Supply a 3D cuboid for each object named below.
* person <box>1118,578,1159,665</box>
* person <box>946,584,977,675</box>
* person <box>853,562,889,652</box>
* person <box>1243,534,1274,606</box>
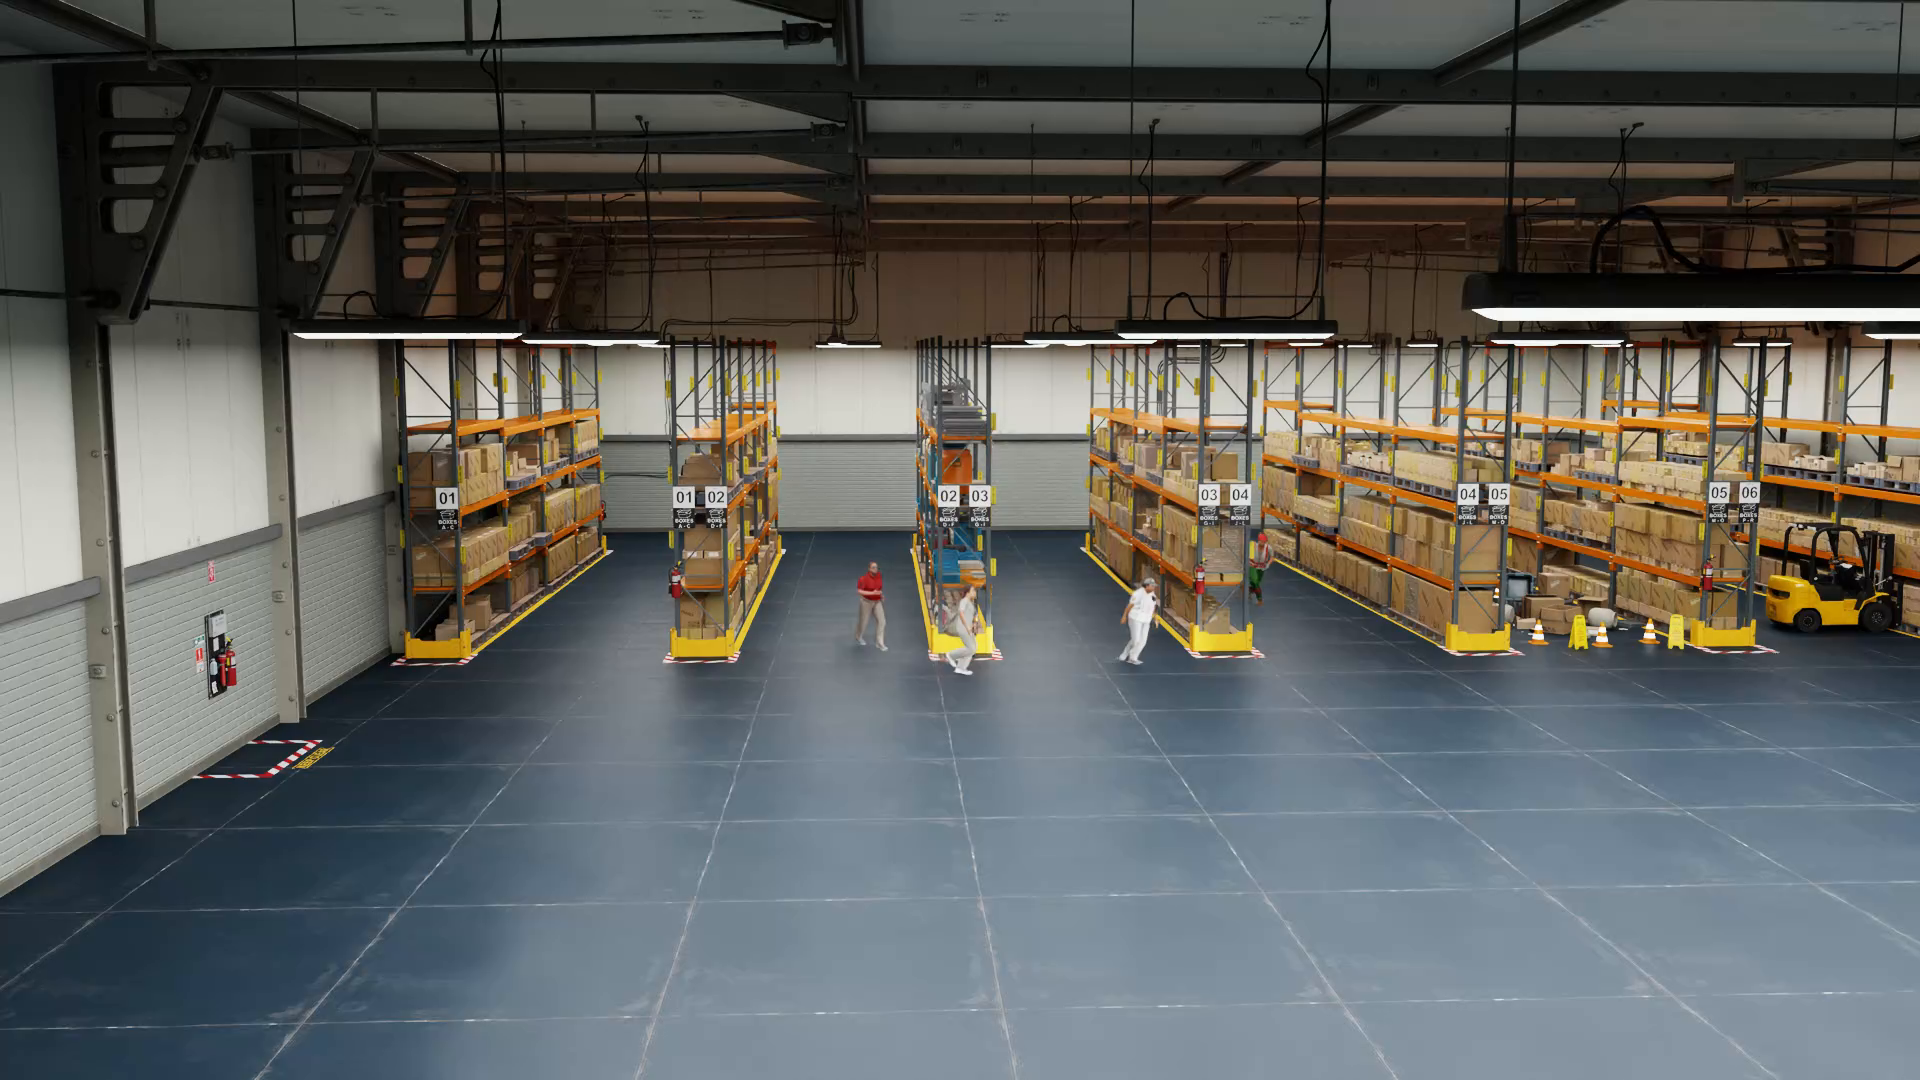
[{"bbox_3d":[3.294,1.482,30.374,0.649,1.621,0.600,-4,8,-33],"label":"person"},{"bbox_3d":[0.023,1.584,29.546,0.557,1.611,0.559,2,7,16],"label":"person"},{"bbox_3d":[-1.733,1.258,31.970,0.674,1.728,0.990,-4,8,-34],"label":"person"},{"bbox_3d":[6.707,0.629,37.605,0.687,1.620,1.084,0,7,-4],"label":"person"}]
